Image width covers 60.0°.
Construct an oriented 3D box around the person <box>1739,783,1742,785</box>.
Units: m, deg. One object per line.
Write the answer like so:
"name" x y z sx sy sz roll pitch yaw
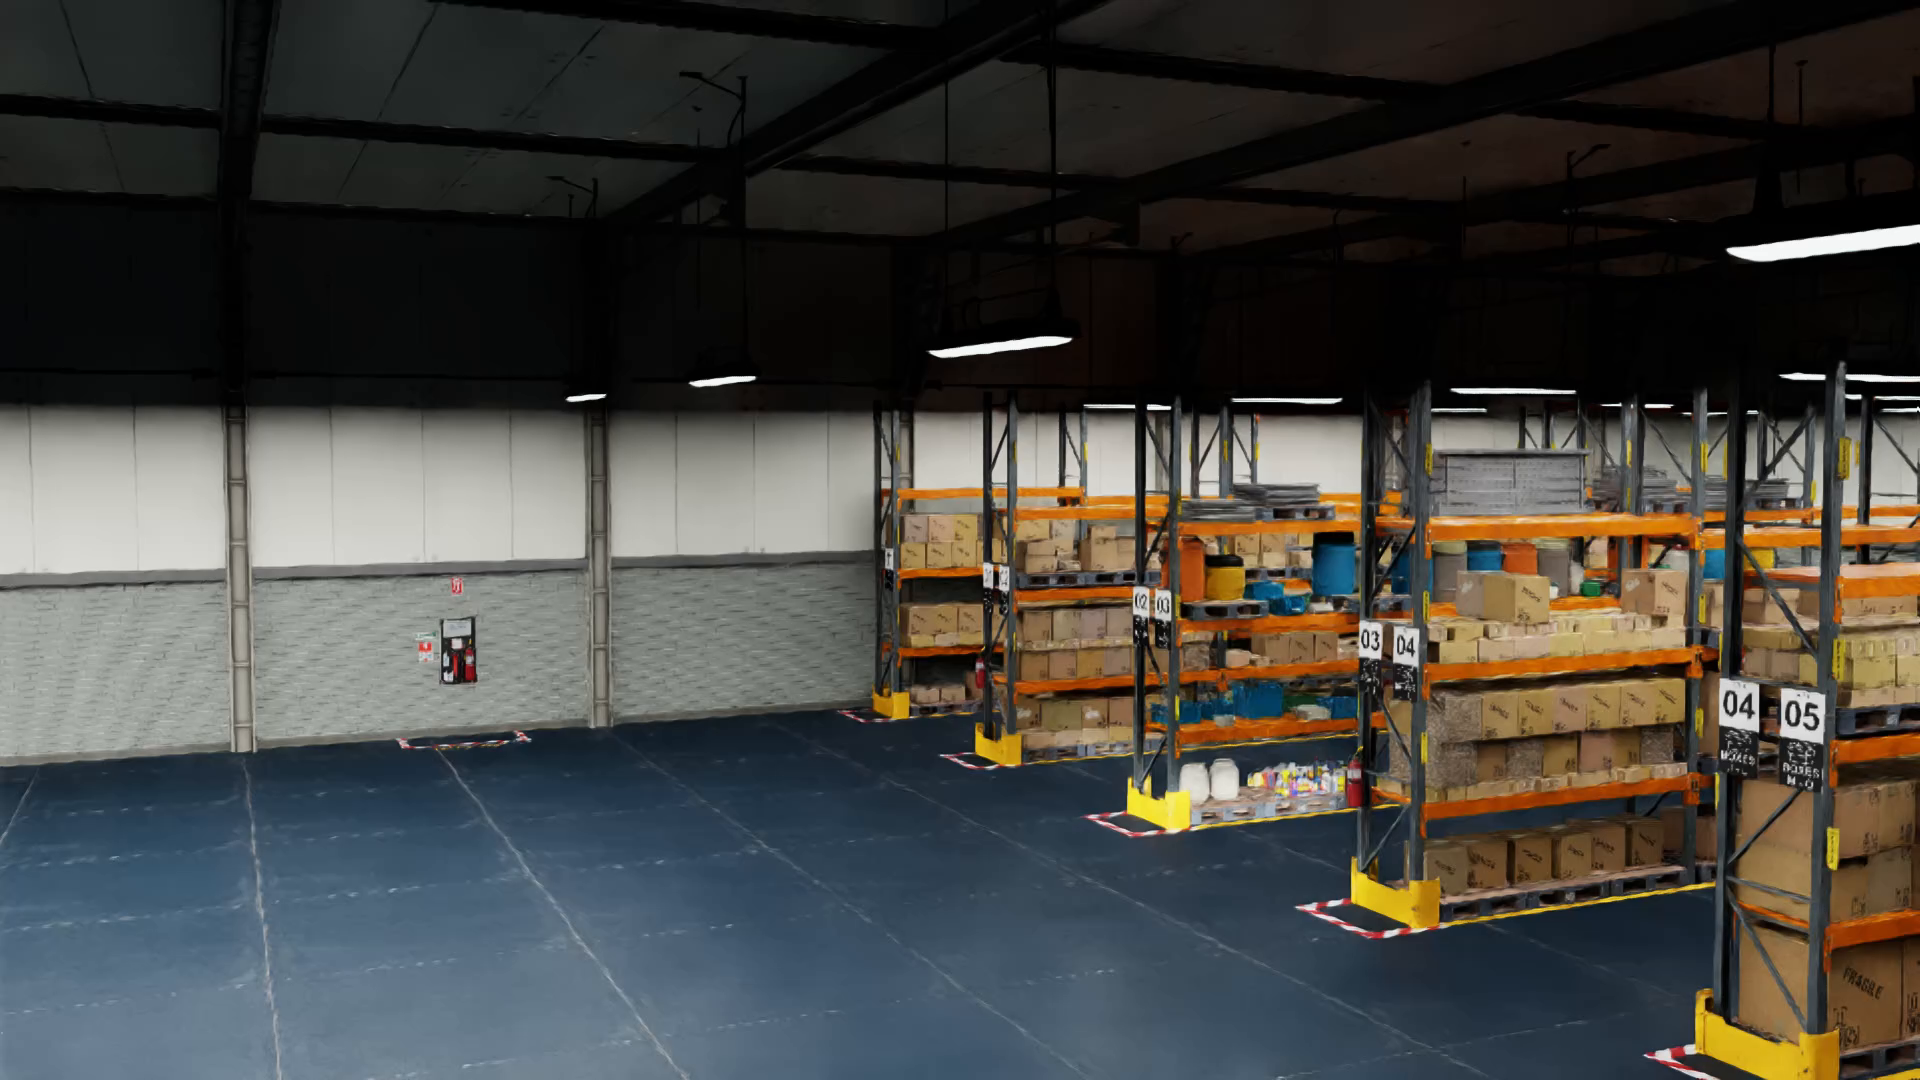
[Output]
"person" 11.932 2.822 25.241 1.029 1.724 0.554 -2 4 -32
